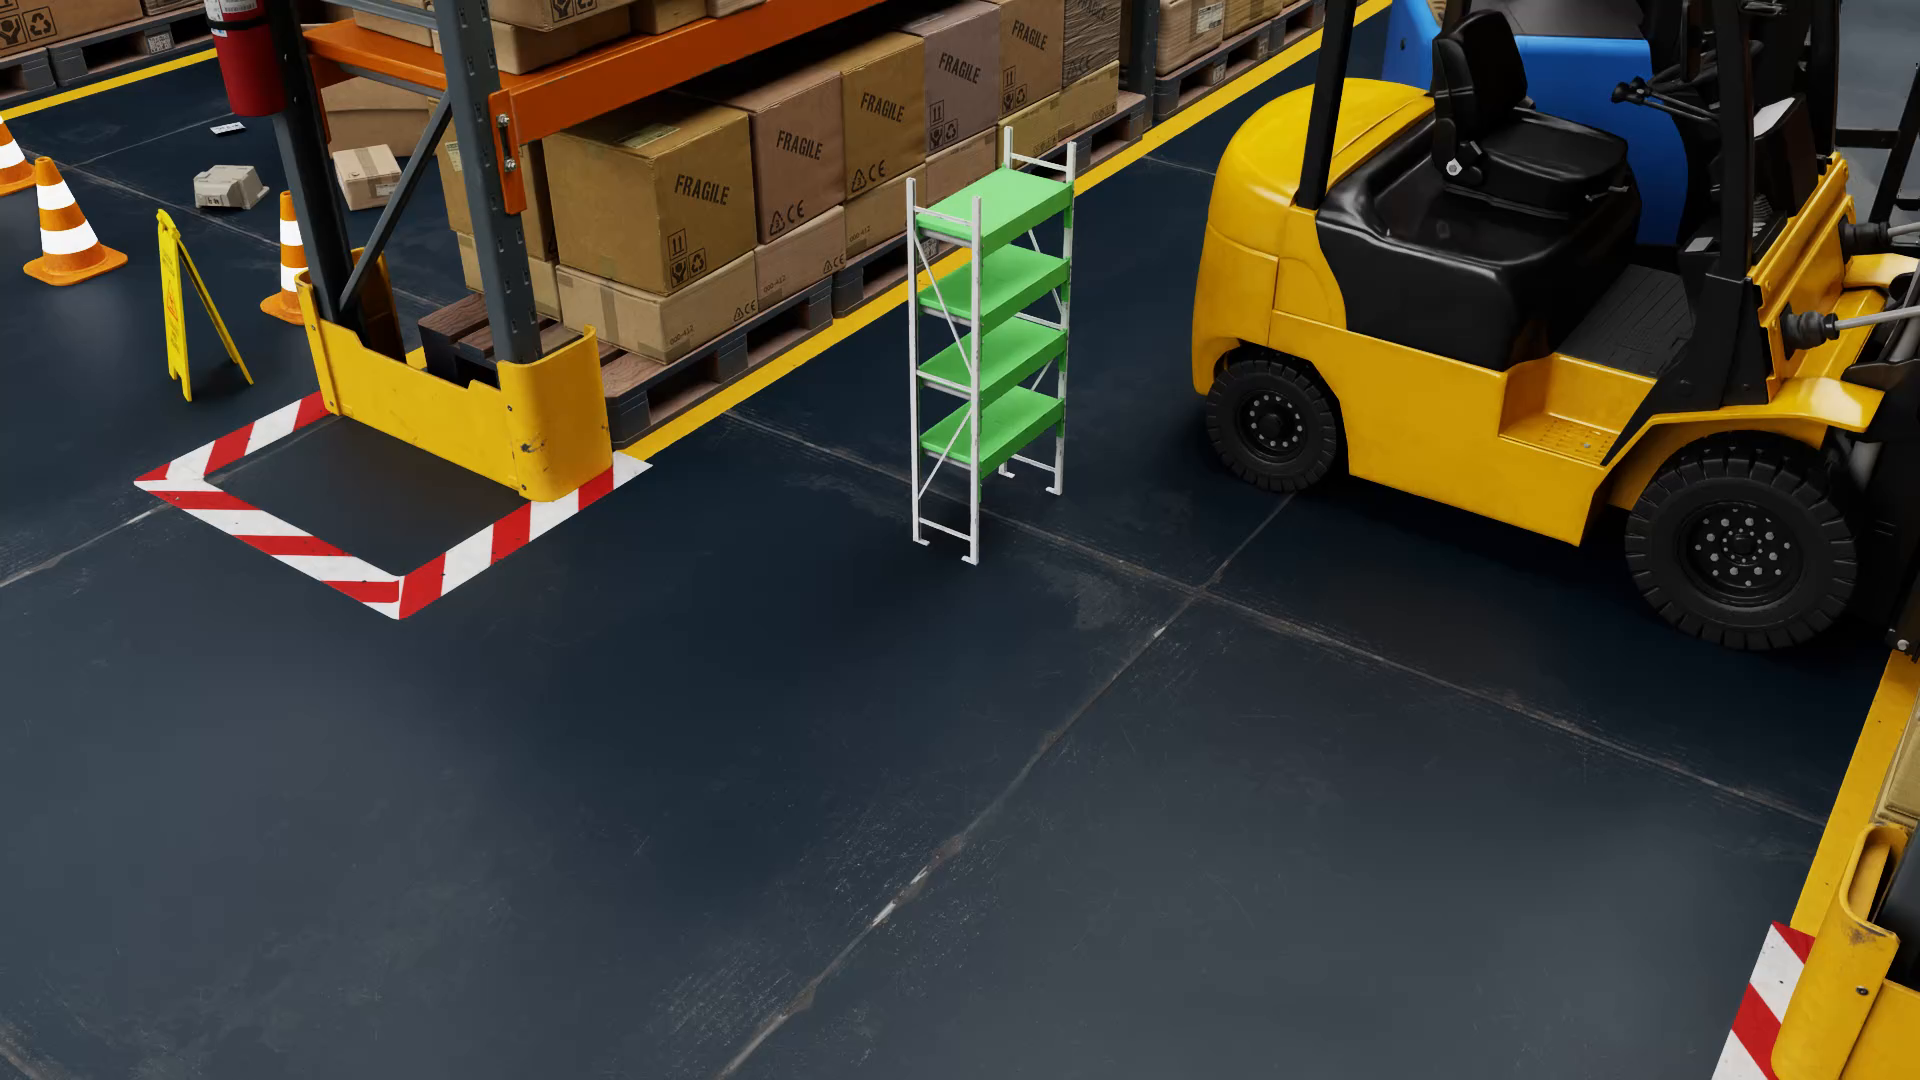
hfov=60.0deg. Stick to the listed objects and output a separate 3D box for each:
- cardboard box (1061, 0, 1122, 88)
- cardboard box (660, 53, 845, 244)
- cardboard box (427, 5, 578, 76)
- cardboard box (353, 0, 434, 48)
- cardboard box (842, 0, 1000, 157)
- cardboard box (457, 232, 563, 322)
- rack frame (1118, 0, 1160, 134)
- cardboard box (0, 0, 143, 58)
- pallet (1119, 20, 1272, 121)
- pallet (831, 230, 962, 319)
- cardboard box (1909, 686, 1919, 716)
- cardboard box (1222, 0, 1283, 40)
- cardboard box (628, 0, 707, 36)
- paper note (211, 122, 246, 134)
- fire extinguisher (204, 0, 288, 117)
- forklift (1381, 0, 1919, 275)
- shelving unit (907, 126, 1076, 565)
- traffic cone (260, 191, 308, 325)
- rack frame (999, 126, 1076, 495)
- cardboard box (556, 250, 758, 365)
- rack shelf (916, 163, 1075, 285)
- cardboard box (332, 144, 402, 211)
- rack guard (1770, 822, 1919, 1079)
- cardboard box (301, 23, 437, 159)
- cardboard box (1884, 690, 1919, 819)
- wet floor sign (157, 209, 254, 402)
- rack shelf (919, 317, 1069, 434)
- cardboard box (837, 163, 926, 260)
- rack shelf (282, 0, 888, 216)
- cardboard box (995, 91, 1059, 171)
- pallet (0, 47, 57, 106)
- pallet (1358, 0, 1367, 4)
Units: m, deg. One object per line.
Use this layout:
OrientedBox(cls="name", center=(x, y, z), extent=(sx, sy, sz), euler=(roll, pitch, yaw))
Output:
OrientedBox(cls="cardboard box", center=(0.394, -2.410, 7.546), extent=(0.500, 0.500, 0.500), euler=(21, 39, 28))
OrientedBox(cls="cardboard box", center=(-0.775, -1.463, 6.146), extent=(0.500, 0.500, 0.500), euler=(20, 39, 27))
OrientedBox(cls="cardboard box", center=(-1.406, -1.568, 5.115), extent=(0.380, 0.149, 0.250), euler=(21, 40, 28))
OrientedBox(cls="cardboard box", center=(-1.733, -1.718, 5.337), extent=(0.380, 0.149, 0.250), euler=(23, 40, 30))
OrientedBox(cls="cardboard box", center=(-0.185, -1.940, 6.852), extent=(0.500, 0.500, 0.500), euler=(24, 41, 31))
OrientedBox(cls="cardboard box", center=(-1.517, -1.086, 6.257), extent=(0.500, 0.250, 0.500), euler=(21, 39, 28))
OrientedBox(cls="rack frame", center=(0.511, -3.422, 7.633), extent=(1.000, 3.000, 0.127), euler=(21, 39, 28))
OrientedBox(cls="cardboard box", center=(-5.062, -3.149, 8.750), extent=(0.875, 0.875, 0.875), euler=(21, 39, 27))
OrientedBox(cls="pallet", center=(0.953, -2.626, 8.945), extent=(1.003, 0.211, 1.213), euler=(21, 39, 28))
OrientedBox(cls="pallet", center=(-0.538, -1.383, 7.107), extent=(1.003, 0.211, 1.213), euler=(21, 39, 28))
OrientedBox(cls="cardboard box", center=(2.609, 0.424, 4.025), extent=(0.500, 0.250, 0.500), euler=(21, 39, 28))
OrientedBox(cls="cardboard box", center=(1.215, -3.082, 9.101), extent=(0.950, 0.372, 0.625), euler=(24, 41, 31))
OrientedBox(cls="cardboard box", center=(-1.056, -1.785, 5.436), extent=(0.380, 0.149, 0.250), euler=(20, 39, 27))
OrientedBox(cls="paper note", center=(-3.629, -2.046, 8.249), extent=(0.142, 0.017, 0.144), euler=(-22, 40, -29))
OrientedBox(cls="fire extinguisher", center=(-2.214, -1.644, 5.073), extent=(0.296, 0.674, 0.183), euler=(21, 39, 28))
OrientedBox(cls="forklift", center=(3.239, -2.345, 6.101), extent=(3.031, 2.935, 1.130), euler=(3, 34, 5))
OrientedBox(cls="shelving unit", center=(0.094, -0.573, 5.027), extent=(0.258, 1.200, 0.503), euler=(21, 39, 28))
OrientedBox(cls="traffic cone", center=(-2.585, -1.141, 6.524), extent=(0.336, 0.463, 0.334), euler=(21, 39, 28))
OrientedBox(cls="rack frame", center=(0.234, -0.686, 5.193), extent=(0.240, 1.200, 0.015), euler=(21, 39, 28))
OrientedBox(cls="cardboard box", center=(-1.083, -0.899, 5.982), extent=(0.500, 0.250, 0.500), euler=(21, 39, 28))
OrientedBox(cls="rack shelf", center=(0.094, -0.918, 4.793), extent=(0.258, 0.148, 0.480), euler=(21, 39, 28))
OrientedBox(cls="cardboard box", center=(-2.683, -1.649, 7.555), extent=(0.250, 0.149, 0.380), euler=(-15, 37, -21))
OrientedBox(cls="rack guard", center=(2.296, 1.049, 3.253), extent=(1.175, 0.500, 0.348), euler=(21, 39, 28))
OrientedBox(cls="cardboard box", center=(-2.848, -2.164, 8.001), extent=(0.797, 0.503, 0.637), euler=(-3, 34, -4))
OrientedBox(cls="cardboard box", center=(2.330, 0.436, 3.561), extent=(0.500, 0.250, 0.500), euler=(21, 39, 28))
OrientedBox(cls="wet floor sign", center=(-2.757, -0.861, 5.947), extent=(0.232, 0.644, 0.267), euler=(-22, 40, -29))
OrientedBox(cls="rack shelf", center=(0.094, -0.520, 5.062), extent=(0.258, 0.148, 0.480), euler=(21, 39, 28))
OrientedBox(cls="cardboard box", center=(-0.485, -1.387, 6.703), extent=(0.500, 0.250, 0.500), euler=(24, 41, 31))
OrientedBox(cls="rack shelf", center=(-0.630, -2.204, 6.474), extent=(1.077, 0.370, 4.000), euler=(21, 39, 28))
OrientedBox(cls="cardboard box", center=(0.099, -1.851, 7.389), extent=(0.500, 0.250, 0.500), euler=(20, 39, 27))
OrientedBox(cls="pallet", center=(-5.503, -2.354, 8.543), extent=(1.003, 0.211, 1.213), euler=(21, 39, 28))
OrientedBox(cls="pallet", center=(2.345, -3.749, 10.605), extent=(1.003, 0.211, 1.213), euler=(21, 39, 28))
